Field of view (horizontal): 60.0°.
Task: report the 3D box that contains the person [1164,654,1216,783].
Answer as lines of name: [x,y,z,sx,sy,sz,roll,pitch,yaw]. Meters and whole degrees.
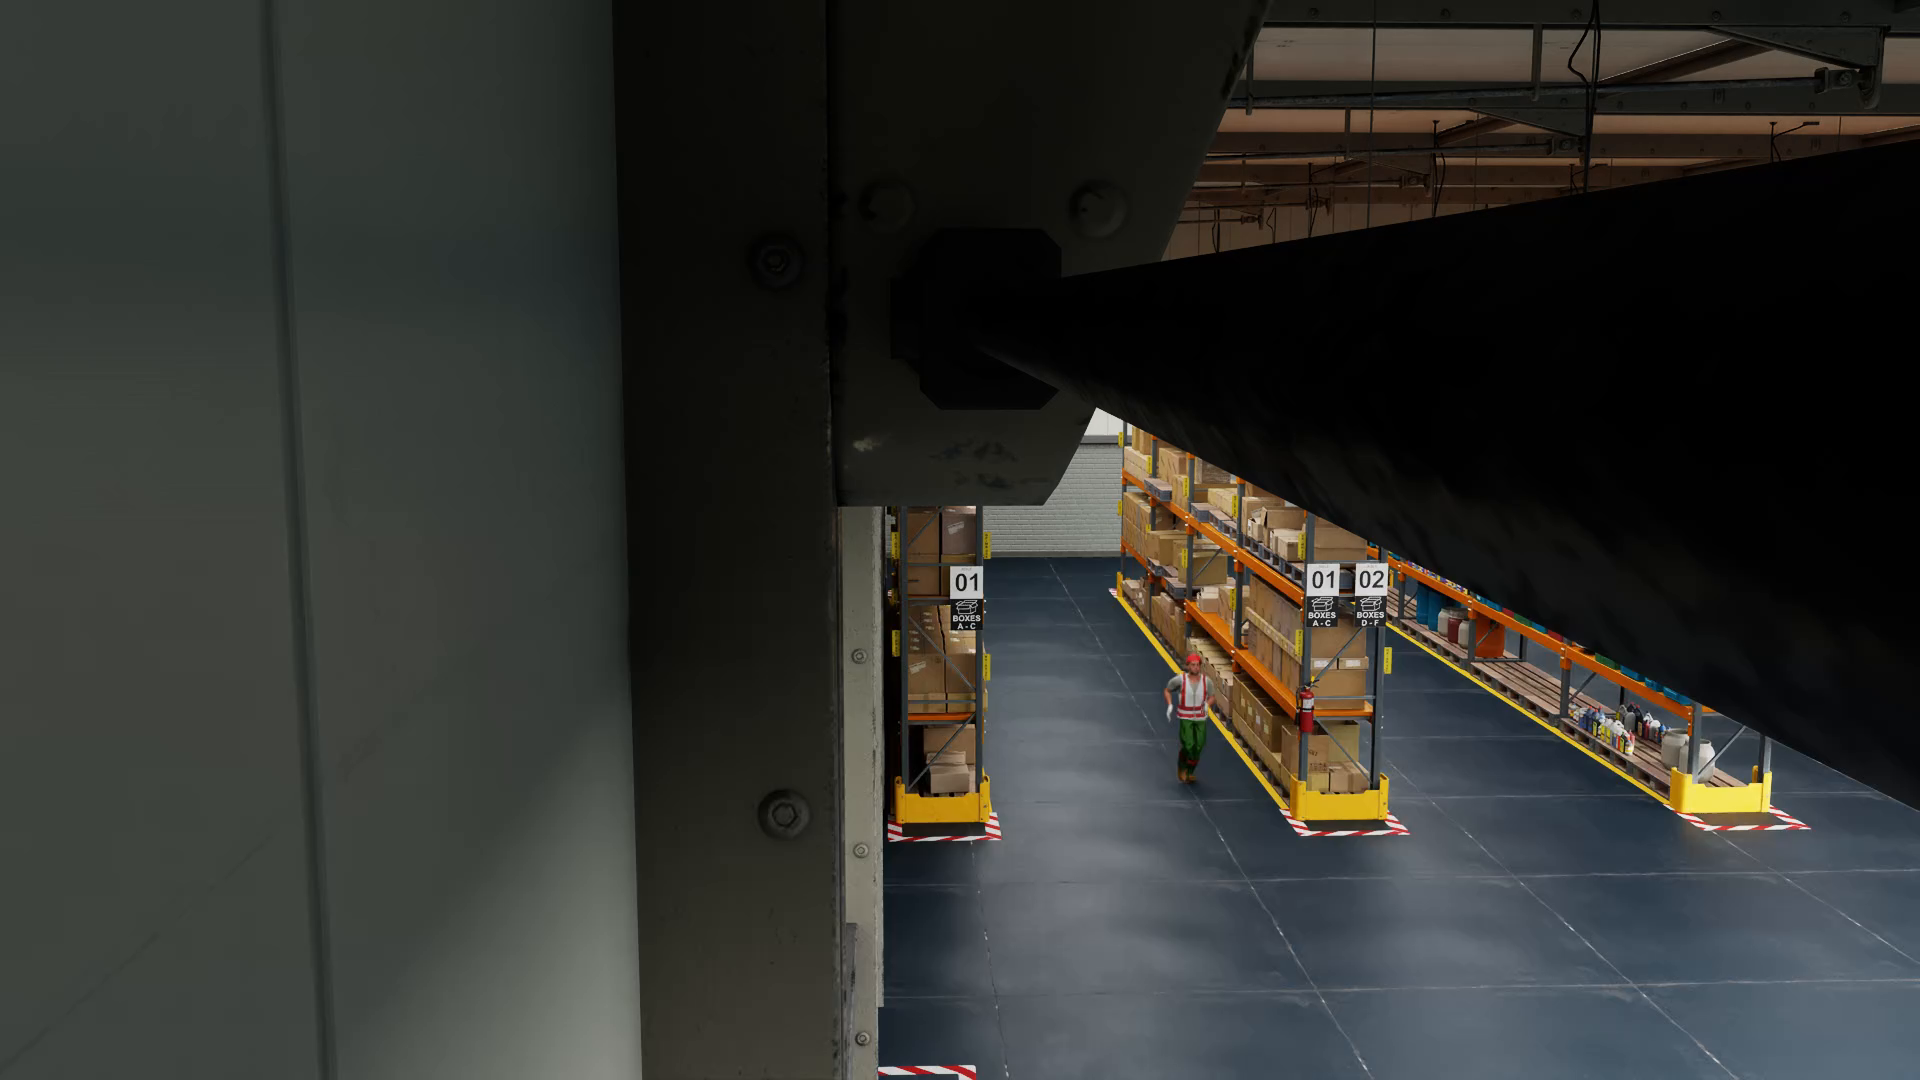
person: [3.069,2.372,21.949,0.646,1.742,0.650,-1,8,-7]
